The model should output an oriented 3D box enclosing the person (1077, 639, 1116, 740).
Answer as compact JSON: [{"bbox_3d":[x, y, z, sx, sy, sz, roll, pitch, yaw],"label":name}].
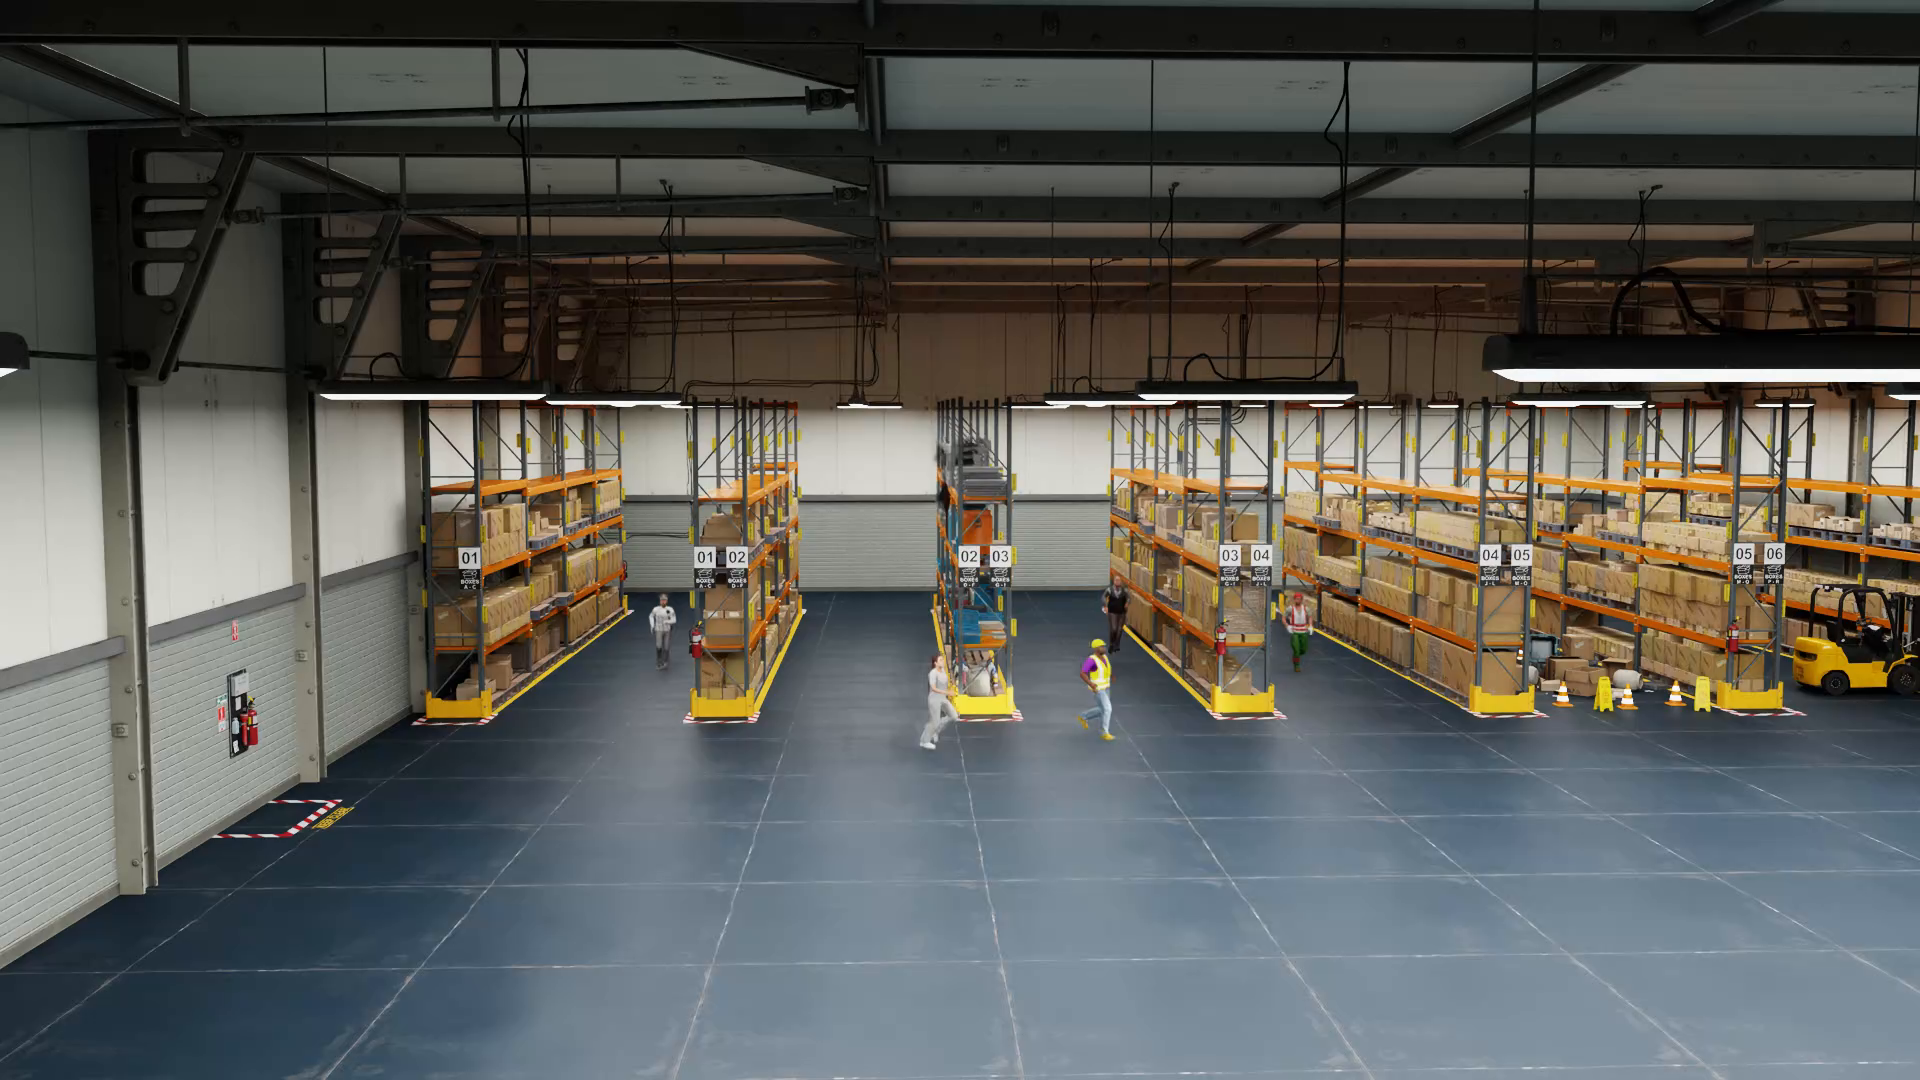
[{"bbox_3d":[2.409,2.606,29.190,0.770,1.756,0.691,3,5,33],"label":"person"}]

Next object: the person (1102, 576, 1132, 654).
[{"bbox_3d":[3.557,1.701,37.532,0.661,1.770,0.673,0,4,-5],"label":"person"}]

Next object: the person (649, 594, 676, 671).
[{"bbox_3d":[-6.562,2.045,36.753,0.580,1.715,0.694,-1,5,-12],"label":"person"}]

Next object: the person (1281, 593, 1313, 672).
[{"bbox_3d":[7.422,2.022,36.644,0.702,1.742,0.637,-1,4,-7],"label":"person"}]

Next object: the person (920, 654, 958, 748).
[{"bbox_3d":[-0.345,2.728,28.215,0.721,1.624,0.589,3,5,32],"label":"person"}]
